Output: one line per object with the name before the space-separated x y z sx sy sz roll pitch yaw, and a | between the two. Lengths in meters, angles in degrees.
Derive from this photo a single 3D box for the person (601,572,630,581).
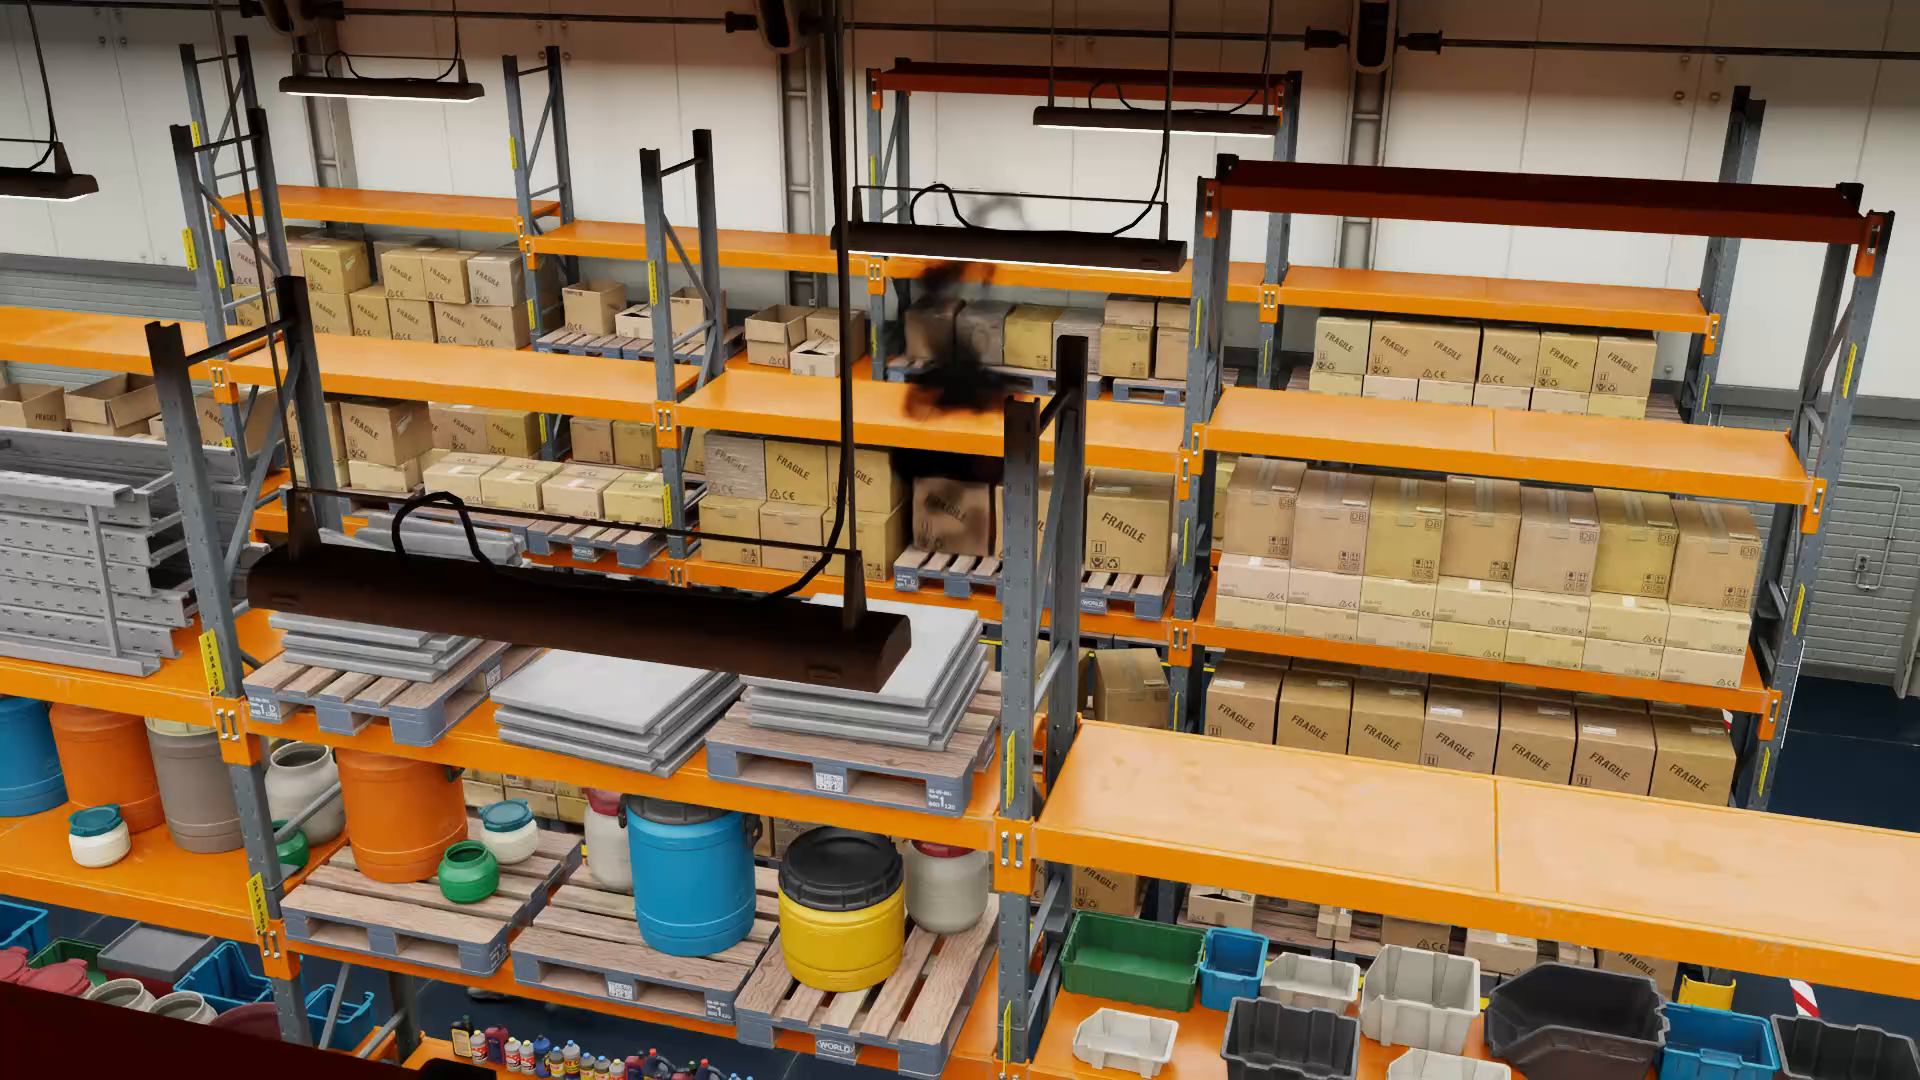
person | -3.343 1.017 16.159 0.558 1.668 0.561 8 24 19

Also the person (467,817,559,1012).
person | -3.274 2.660 12.072 0.884 1.750 0.667 5 23 11
